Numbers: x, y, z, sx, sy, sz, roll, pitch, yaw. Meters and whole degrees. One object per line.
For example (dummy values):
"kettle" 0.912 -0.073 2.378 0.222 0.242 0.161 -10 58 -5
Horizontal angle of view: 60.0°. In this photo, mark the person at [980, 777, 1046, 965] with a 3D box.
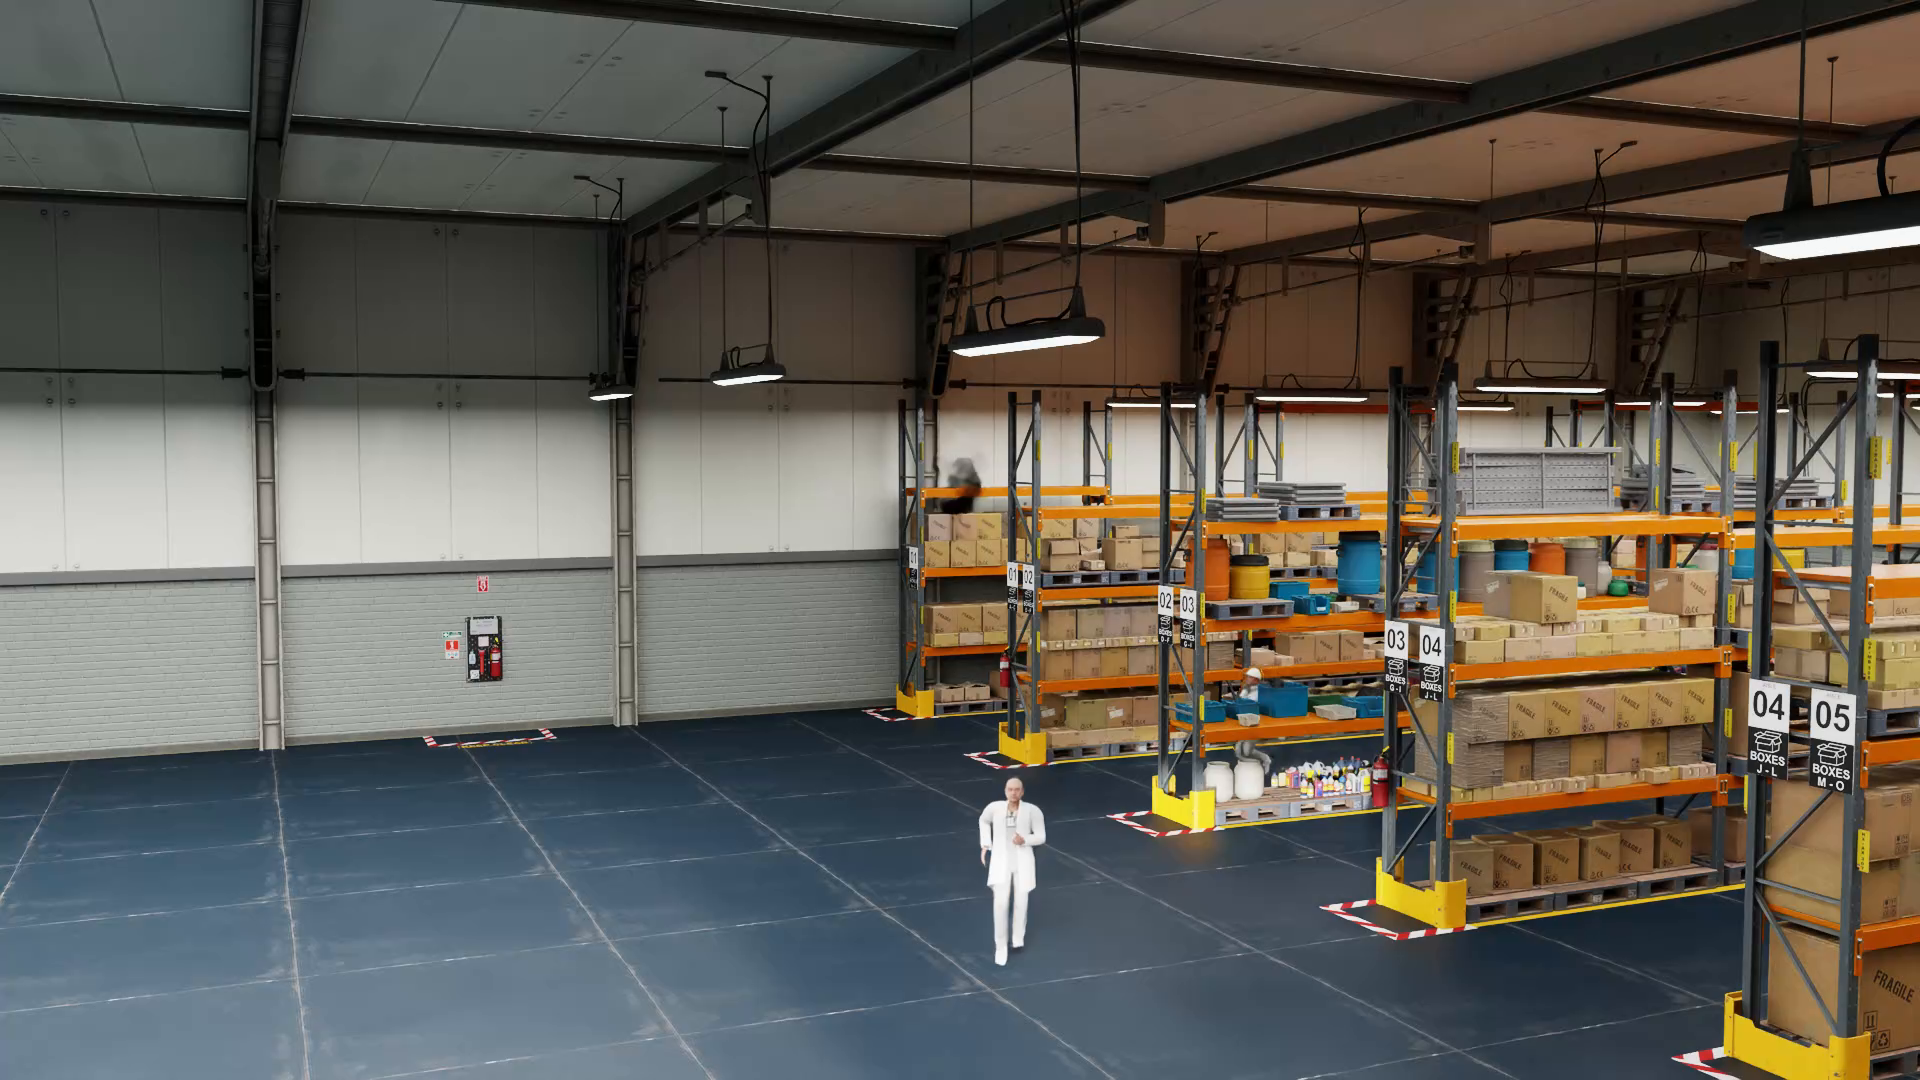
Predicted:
"person" 0.525 3.302 16.684 0.668 1.842 0.818 0 3 2

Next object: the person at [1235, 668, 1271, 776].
"person" 4.439 2.815 25.377 0.609 1.722 0.657 -2 4 -32

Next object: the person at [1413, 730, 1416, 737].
"person" 7.291 2.830 26.354 0.537 1.558 0.524 -1 4 -24
